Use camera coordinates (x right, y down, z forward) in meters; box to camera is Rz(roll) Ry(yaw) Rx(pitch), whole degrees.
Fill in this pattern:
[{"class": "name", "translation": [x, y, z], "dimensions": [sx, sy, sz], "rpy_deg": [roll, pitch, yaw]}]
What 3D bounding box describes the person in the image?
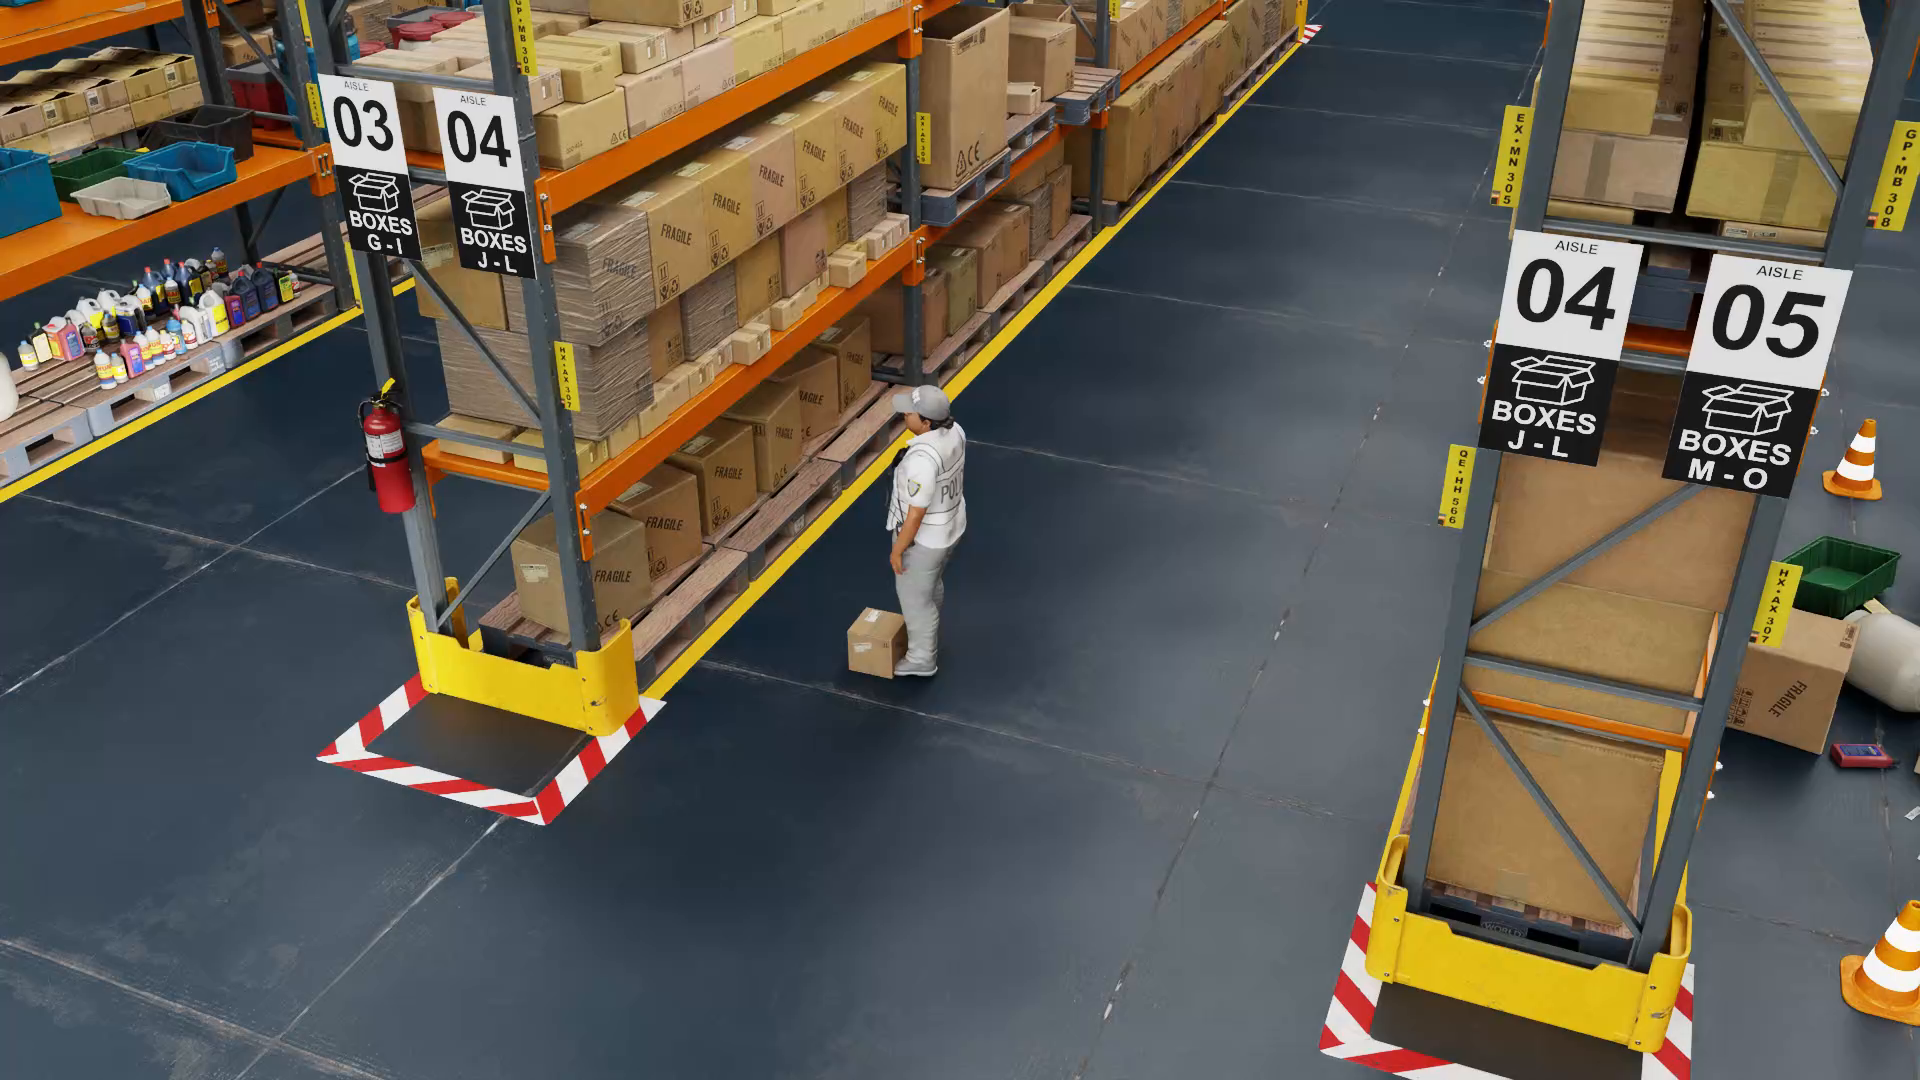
[{"class": "person", "translation": [-0.242, -0.059, 8.469], "dimensions": [0.525, 1.670, 0.599], "rpy_deg": [11, 32, 19]}]
